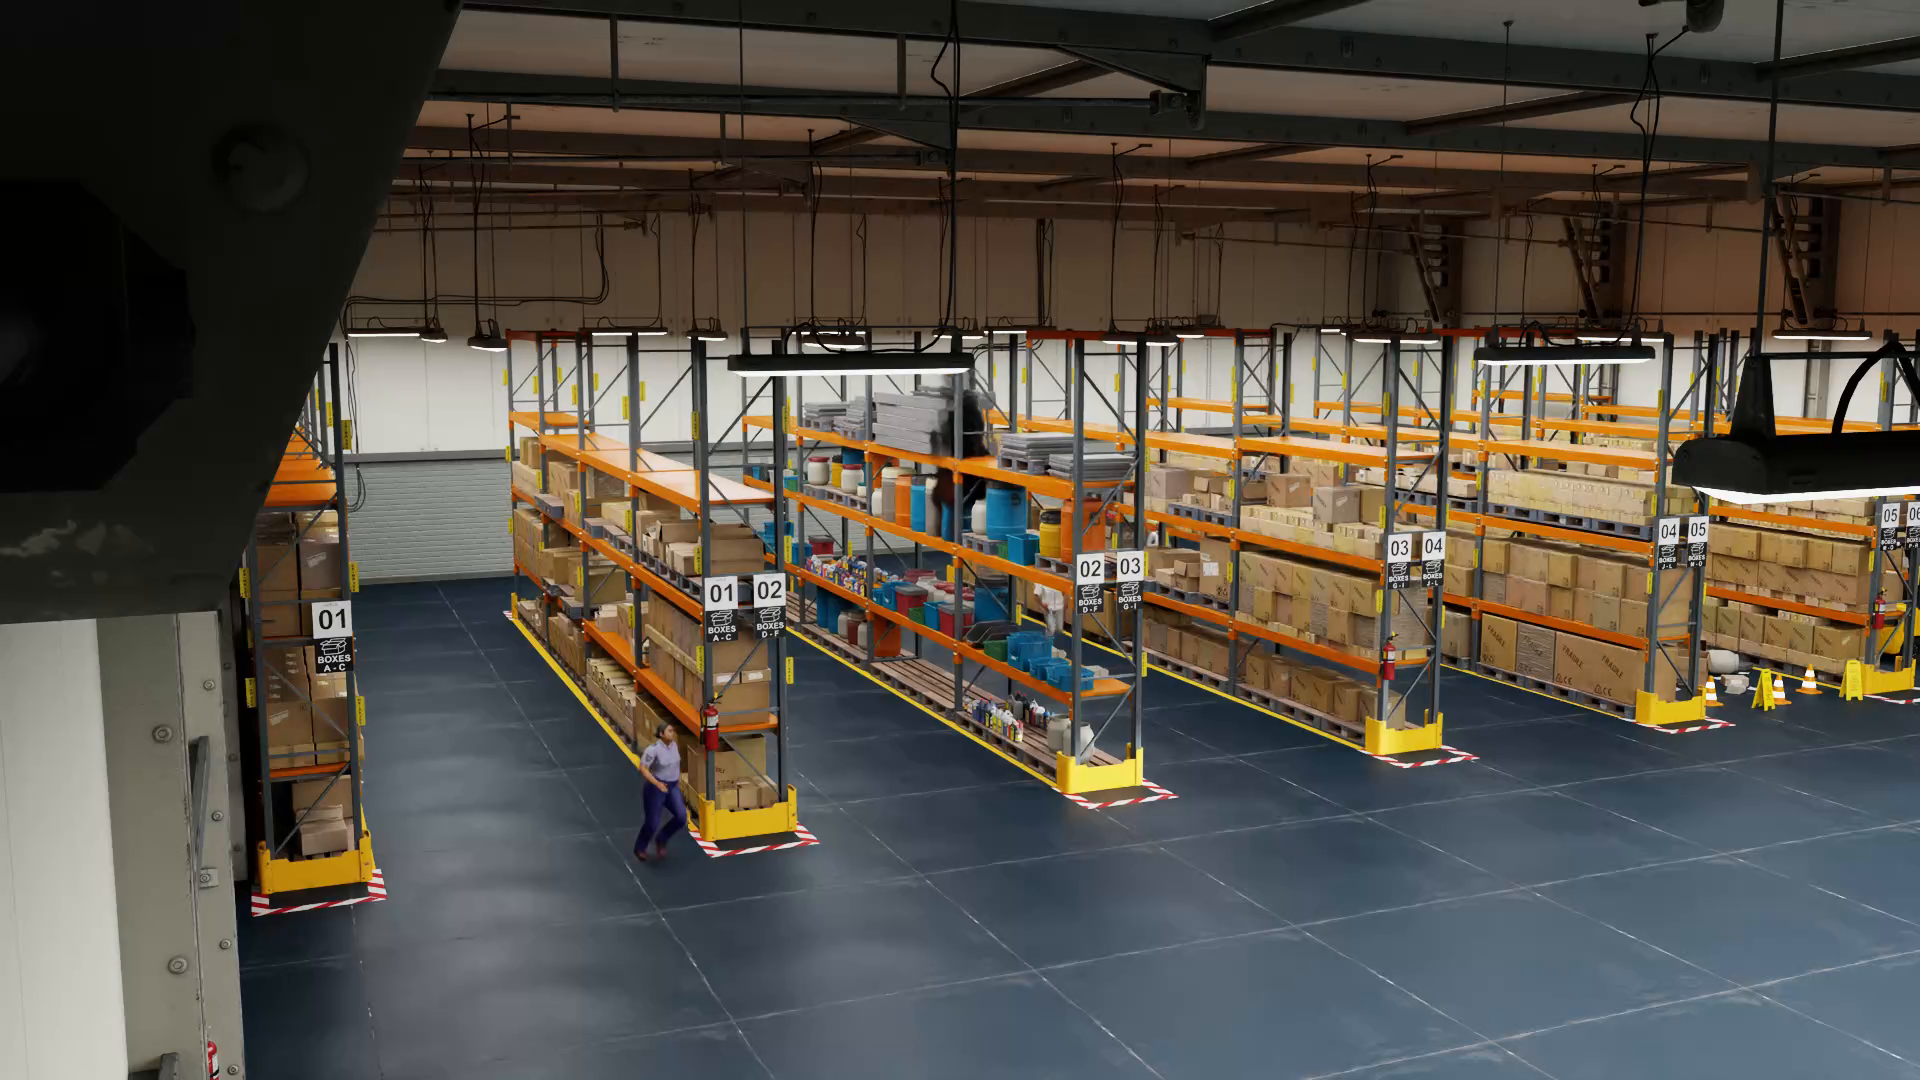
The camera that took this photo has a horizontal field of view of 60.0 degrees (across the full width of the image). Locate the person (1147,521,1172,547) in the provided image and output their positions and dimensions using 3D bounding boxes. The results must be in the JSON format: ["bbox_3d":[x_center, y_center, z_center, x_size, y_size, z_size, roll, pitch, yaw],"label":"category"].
[{"bbox_3d":[4.451,0.393,37.253,0.669,1.781,0.954,-3,8,-21],"label":"person"}]

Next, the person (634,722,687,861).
[{"bbox_3d":[-3.439,2.916,19.393,0.598,1.600,0.667,7,10,40],"label":"person"}]

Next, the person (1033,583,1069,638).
[{"bbox_3d":[1.709,1.275,30.982,0.714,1.730,0.661,-2,8,-16],"label":"person"}]

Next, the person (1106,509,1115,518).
[{"bbox_3d":[3.527,-0.066,41.017,0.637,1.736,0.704,2,8,16],"label":"person"}]
